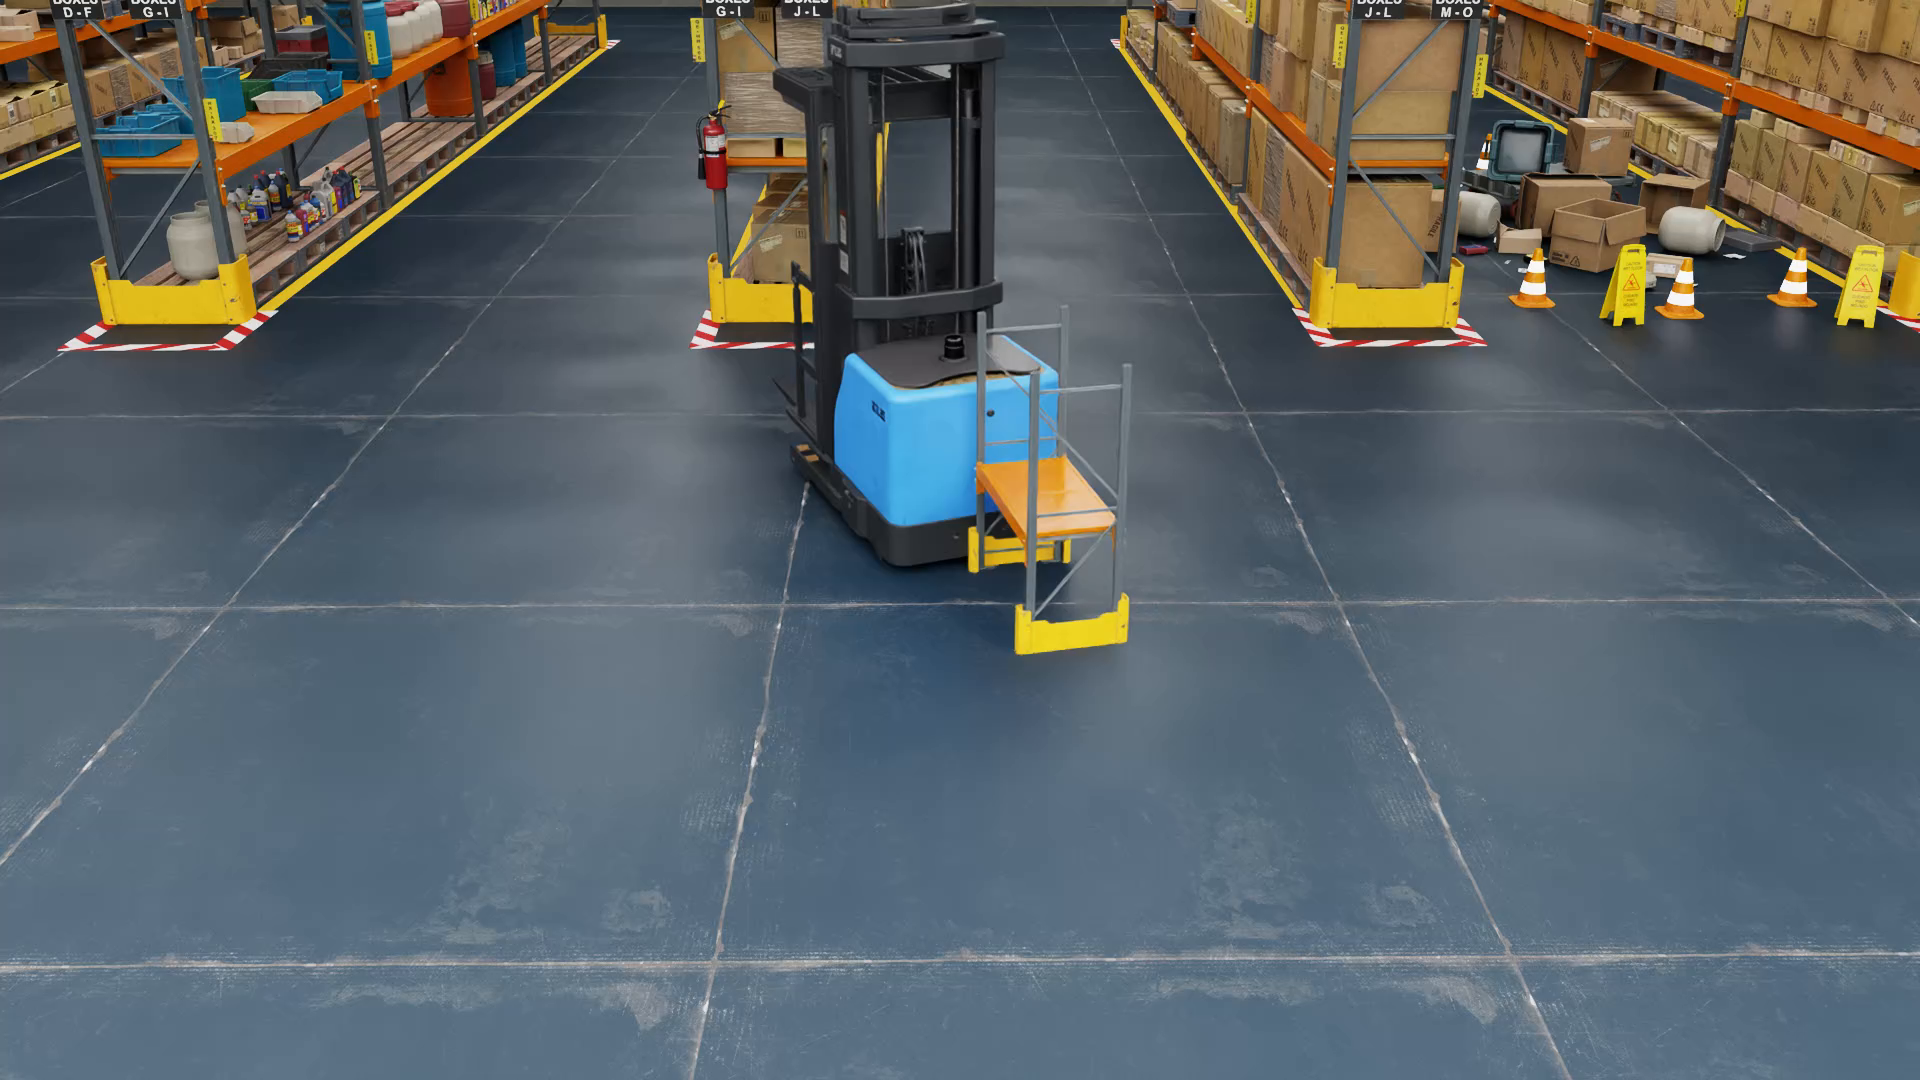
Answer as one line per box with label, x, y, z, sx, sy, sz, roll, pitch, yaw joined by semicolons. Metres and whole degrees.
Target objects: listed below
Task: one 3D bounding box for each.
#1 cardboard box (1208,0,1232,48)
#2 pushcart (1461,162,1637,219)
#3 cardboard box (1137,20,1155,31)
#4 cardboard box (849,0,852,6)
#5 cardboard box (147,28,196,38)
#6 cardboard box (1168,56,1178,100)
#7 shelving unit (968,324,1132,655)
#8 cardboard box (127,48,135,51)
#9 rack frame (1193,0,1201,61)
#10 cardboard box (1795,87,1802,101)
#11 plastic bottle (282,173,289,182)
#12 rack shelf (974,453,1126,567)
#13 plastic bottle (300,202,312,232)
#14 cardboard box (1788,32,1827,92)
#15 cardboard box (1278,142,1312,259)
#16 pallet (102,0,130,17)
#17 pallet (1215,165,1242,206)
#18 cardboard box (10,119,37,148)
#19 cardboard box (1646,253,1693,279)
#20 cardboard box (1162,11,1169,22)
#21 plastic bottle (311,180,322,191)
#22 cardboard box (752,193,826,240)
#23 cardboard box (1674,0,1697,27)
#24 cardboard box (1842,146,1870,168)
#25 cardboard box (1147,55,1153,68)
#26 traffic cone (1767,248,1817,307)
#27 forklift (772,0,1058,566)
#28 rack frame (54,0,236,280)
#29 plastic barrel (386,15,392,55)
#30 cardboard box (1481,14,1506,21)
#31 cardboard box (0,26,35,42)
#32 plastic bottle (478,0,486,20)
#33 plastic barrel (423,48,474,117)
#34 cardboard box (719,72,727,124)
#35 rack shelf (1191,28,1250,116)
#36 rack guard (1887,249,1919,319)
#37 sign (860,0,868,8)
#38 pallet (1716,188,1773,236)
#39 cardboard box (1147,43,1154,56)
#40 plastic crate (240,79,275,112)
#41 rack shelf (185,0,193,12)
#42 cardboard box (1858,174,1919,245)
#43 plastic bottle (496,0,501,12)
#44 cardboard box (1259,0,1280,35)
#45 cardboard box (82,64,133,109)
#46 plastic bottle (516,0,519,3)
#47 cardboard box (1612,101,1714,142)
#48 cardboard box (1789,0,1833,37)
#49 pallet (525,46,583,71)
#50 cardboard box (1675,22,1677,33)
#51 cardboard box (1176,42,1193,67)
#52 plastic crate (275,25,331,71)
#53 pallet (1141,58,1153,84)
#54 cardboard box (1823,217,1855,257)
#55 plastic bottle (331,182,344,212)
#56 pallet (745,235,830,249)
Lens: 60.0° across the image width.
cardboard box;3.149;-5.918;19.074;0.500;0.500;0.500;0;24;-1
pushcart;6.114;-3.666;17.399;1.648;0.377;0.936;-9;26;-19
cardboard box;3.013;-8.177;26.417;0.380;0.149;0.250;0;24;0
cardboard box;-1.223;-4.682;14.766;0.500;0.500;0.500;0;24;-1
cardboard box;-11.799;-7.396;24.962;0.500;0.500;0.500;0;24;-1
cardboard box;3.108;-6.231;22.410;0.500;0.500;0.500;-1;24;-3
shelving unit;0.454;-0.339;8.680;0.587;1.500;1.083;-6;25;-12
cardboard box;-11.733;-6.536;23.062;0.500;0.500;0.500;0;24;0
rack frame;3.401;-6.476;20.429;1.000;3.000;0.127;0;24;-1
cardboard box;8.166;-4.221;15.748;0.380;0.149;0.250;0;24;-1
plastic bottle;-6.767;-3.522;16.660;0.061;0.283;0.133;0;24;-1
rack shelf;0.456;-0.172;8.746;0.538;0.185;1.000;-6;25;-12
plastic bottle;-6.137;-3.024;15.573;0.097;0.271;0.097;0;24;0
cardboard box;8.140;-4.477;15.526;0.500;0.500;0.500;0;24;-1
cardboard box;3.403;-3.045;14.911;0.875;0.875;0.875;-1;24;-1
pallet;-11.492;-7.167;22.189;1.003;0.211;1.213;0;24;-1
pallet;3.361;-3.875;18.062;1.003;0.211;1.213;0;24;-1
cardboard box;-11.205;-4.756;19.453;0.500;0.250;0.500;0;24;1
cardboard box;6.402;-2.476;15.043;0.380;0.149;0.250;13;27;27
cardboard box;3.518;-8.616;27.387;0.380;0.149;0.250;0;24;0
plastic bottle;-6.320;-3.430;16.466;0.152;0.276;0.135;0;24;-1
cardboard box;-1.504;-2.755;14.725;0.500;0.500;0.500;6;25;13
cardboard box;8.152;-5.871;18.099;0.500;0.500;0.500;1;24;1
cardboard box;8.096;-3.403;14.764;0.380;0.149;0.250;0;24;0
cardboard box;3.012;-7.177;24.929;0.380;0.149;0.250;0;24;0
traffic cone;7.142;-2.259;14.184;0.336;0.463;0.334;0;24;-1
forklift;-0.451;-1.770;10.107;1.130;2.935;3.031;-9;26;-20
rack frame;-6.426;-3.177;13.134;1.000;3.000;0.127;0;24;-1
plastic barrel;-6.260;-5.282;17.625;0.433;0.535;0.433;0;24;0
cardboard box;8.388;-8.212;26.867;0.875;0.438;0.875;0;24;1
cardboard box;-11.180;-5.969;19.612;0.380;0.149;0.250;0;24;-1
plastic bottle;-6.155;-6.846;21.389;0.061;0.283;0.133;0;24;-1
plastic barrel;-6.535;-5.877;21.229;0.600;0.830;0.708;0;24;-1
cardboard box;-1.577;-3.813;14.057;0.875;0.500;0.500;0;24;-1
rack shelf;3.422;-5.324;18.756;1.077;0.370;4.000;0;24;-1
rack guard;8.436;-2.136;13.866;1.175;0.500;0.348;0;24;-1
sign;-0.974;-5.247;16.662;0.100;0.325;0.005;0;24;-1
pallet;8.436;-3.345;16.889;1.003;0.211;1.213;0;24;-1
cardboard box;3.020;-7.392;25.044;0.380;0.149;0.250;-1;24;-3
plastic crate;-6.737;-4.168;15.583;0.450;0.188;0.662;0;24;-1
rack shelf;-6.447;-5.040;14.487;1.077;0.370;4.000;0;24;-1
cardboard box;8.167;-2.853;14.335;0.500;0.500;0.500;0;24;0
plastic bottle;-6.209;-7.168;22.110;0.152;0.276;0.135;0;24;-1
cardboard box;3.414;-5.236;16.195;0.875;0.550;0.550;0;24;-1
cardboard box;-11.196;-5.919;21.696;0.500;0.500;0.500;-1;24;-2
plastic bottle;-6.217;-7.646;23.075;0.144;0.351;0.185;0;24;-1
cardboard box;8.362;-4.997;19.839;0.950;0.372;0.625;-1;24;-2
cardboard box;8.143;-4.929;15.312;0.700;0.500;0.500;-1;24;-2
pallet;-6.619;-7.658;26.426;1.003;0.211;1.213;0;24;-1
cardboard box;8.214;-5.709;18.528;0.380;0.149;0.250;-1;24;-2
cardboard box;3.115;-6.359;21.784;0.500;0.250;0.500;0;24;0
plastic crate;-6.780;-5.052;17.204;0.402;0.464;0.583;0;24;-1
pallet;3.314;-7.131;25.260;1.003;0.211;1.213;0;24;-1
cardboard box;8.161;-2.728;14.968;0.500;0.250;0.500;0;24;0
plastic bottle;-6.128;-3.378;16.341;0.061;0.283;0.133;1;24;3
pallet;-1.458;-2.796;15.677;1.003;0.211;1.213;0;24;-1
